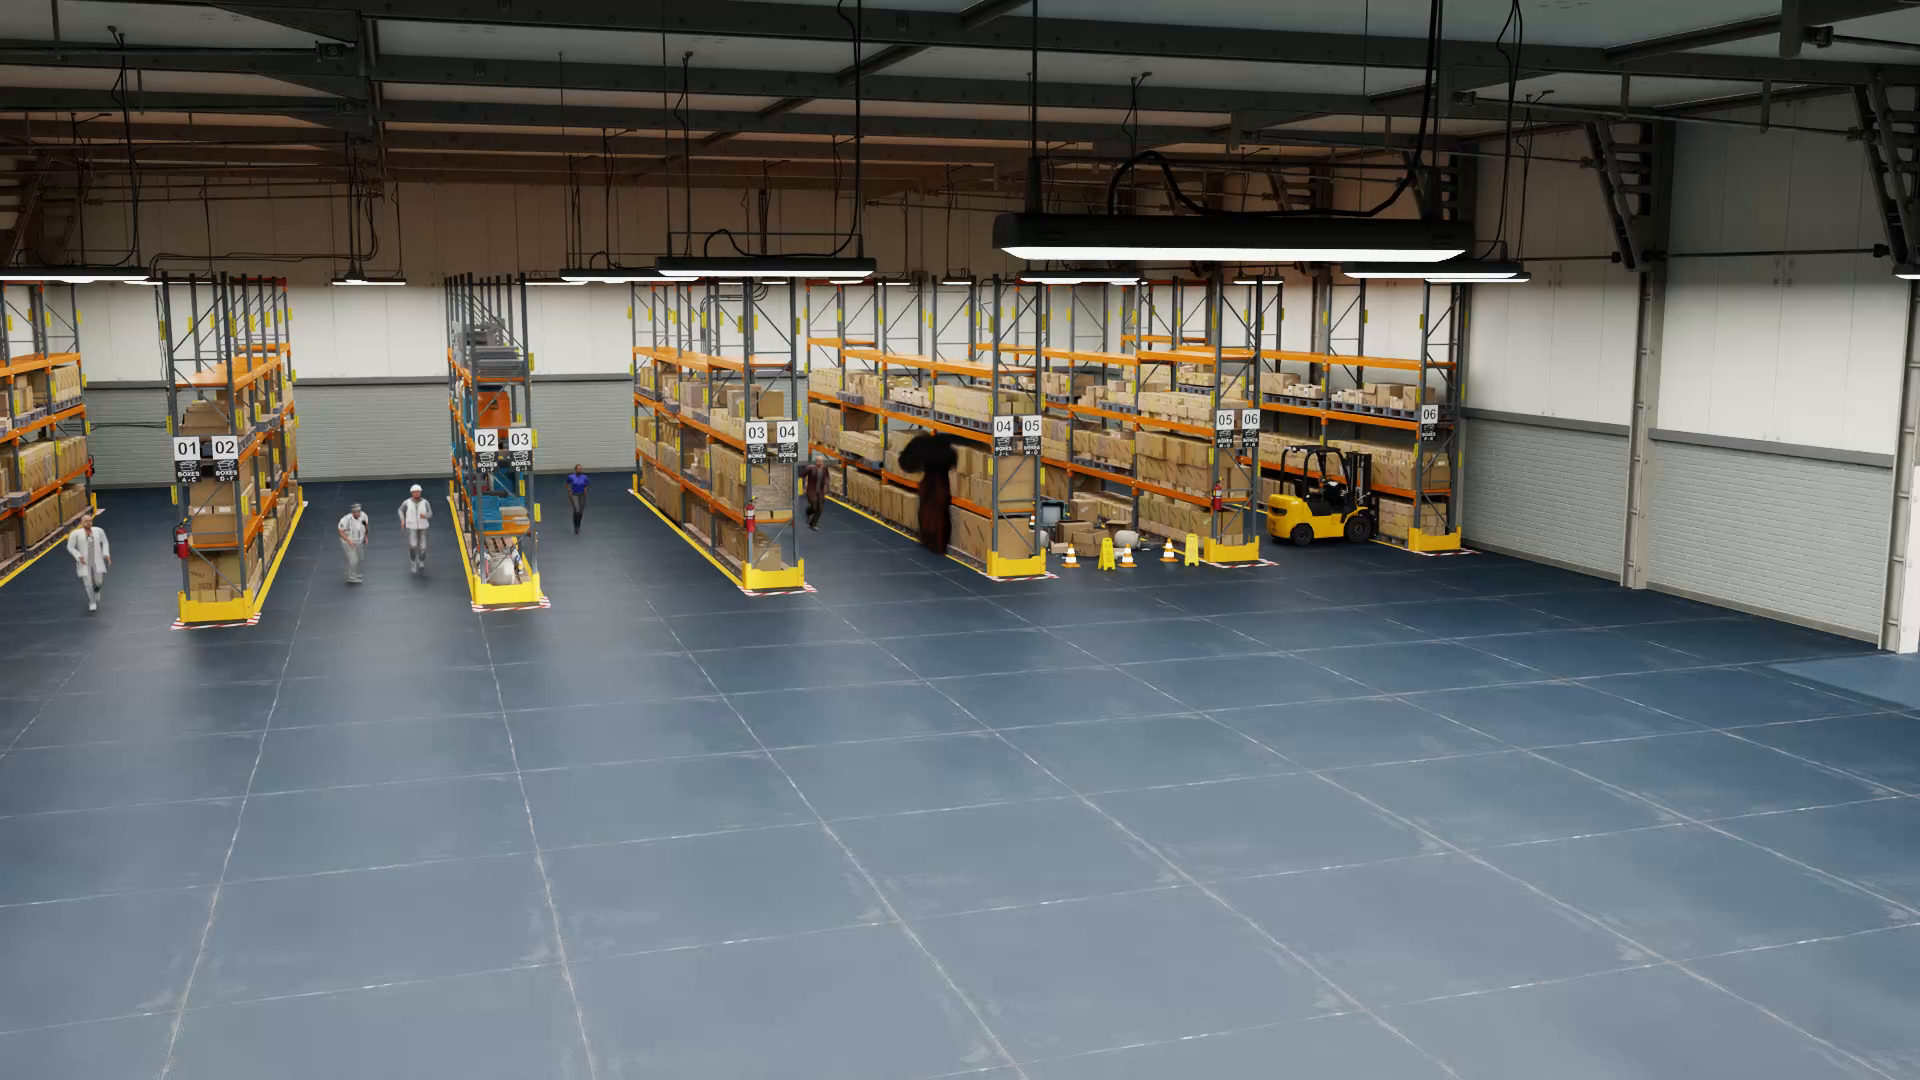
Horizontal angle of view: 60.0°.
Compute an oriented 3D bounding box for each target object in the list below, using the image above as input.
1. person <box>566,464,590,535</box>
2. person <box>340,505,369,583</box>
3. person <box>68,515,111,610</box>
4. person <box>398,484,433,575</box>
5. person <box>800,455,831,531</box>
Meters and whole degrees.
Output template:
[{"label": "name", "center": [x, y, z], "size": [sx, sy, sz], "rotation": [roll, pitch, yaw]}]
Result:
[{"label": "person", "center": [-8.954, -0.954, 39.071], "size": [0.492, 1.694, 0.809], "rotation": [-5, 10, -29]}, {"label": "person", "center": [-11.845, 0.068, 32.492], "size": [0.895, 1.560, 0.684], "rotation": [6, 10, 33]}, {"label": "person", "center": [-15.531, 0.404, 29.707], "size": [0.684, 1.727, 0.674], "rotation": [-6, 11, -35]}, {"label": "person", "center": [-11.008, -0.219, 33.693], "size": [0.647, 1.827, 0.751], "rotation": [-3, 9, -22]}, {"label": "person", "center": [-3.204, -1.059, 37.510], "size": [0.686, 1.724, 0.665], "rotation": [-6, 10, -34]}]
